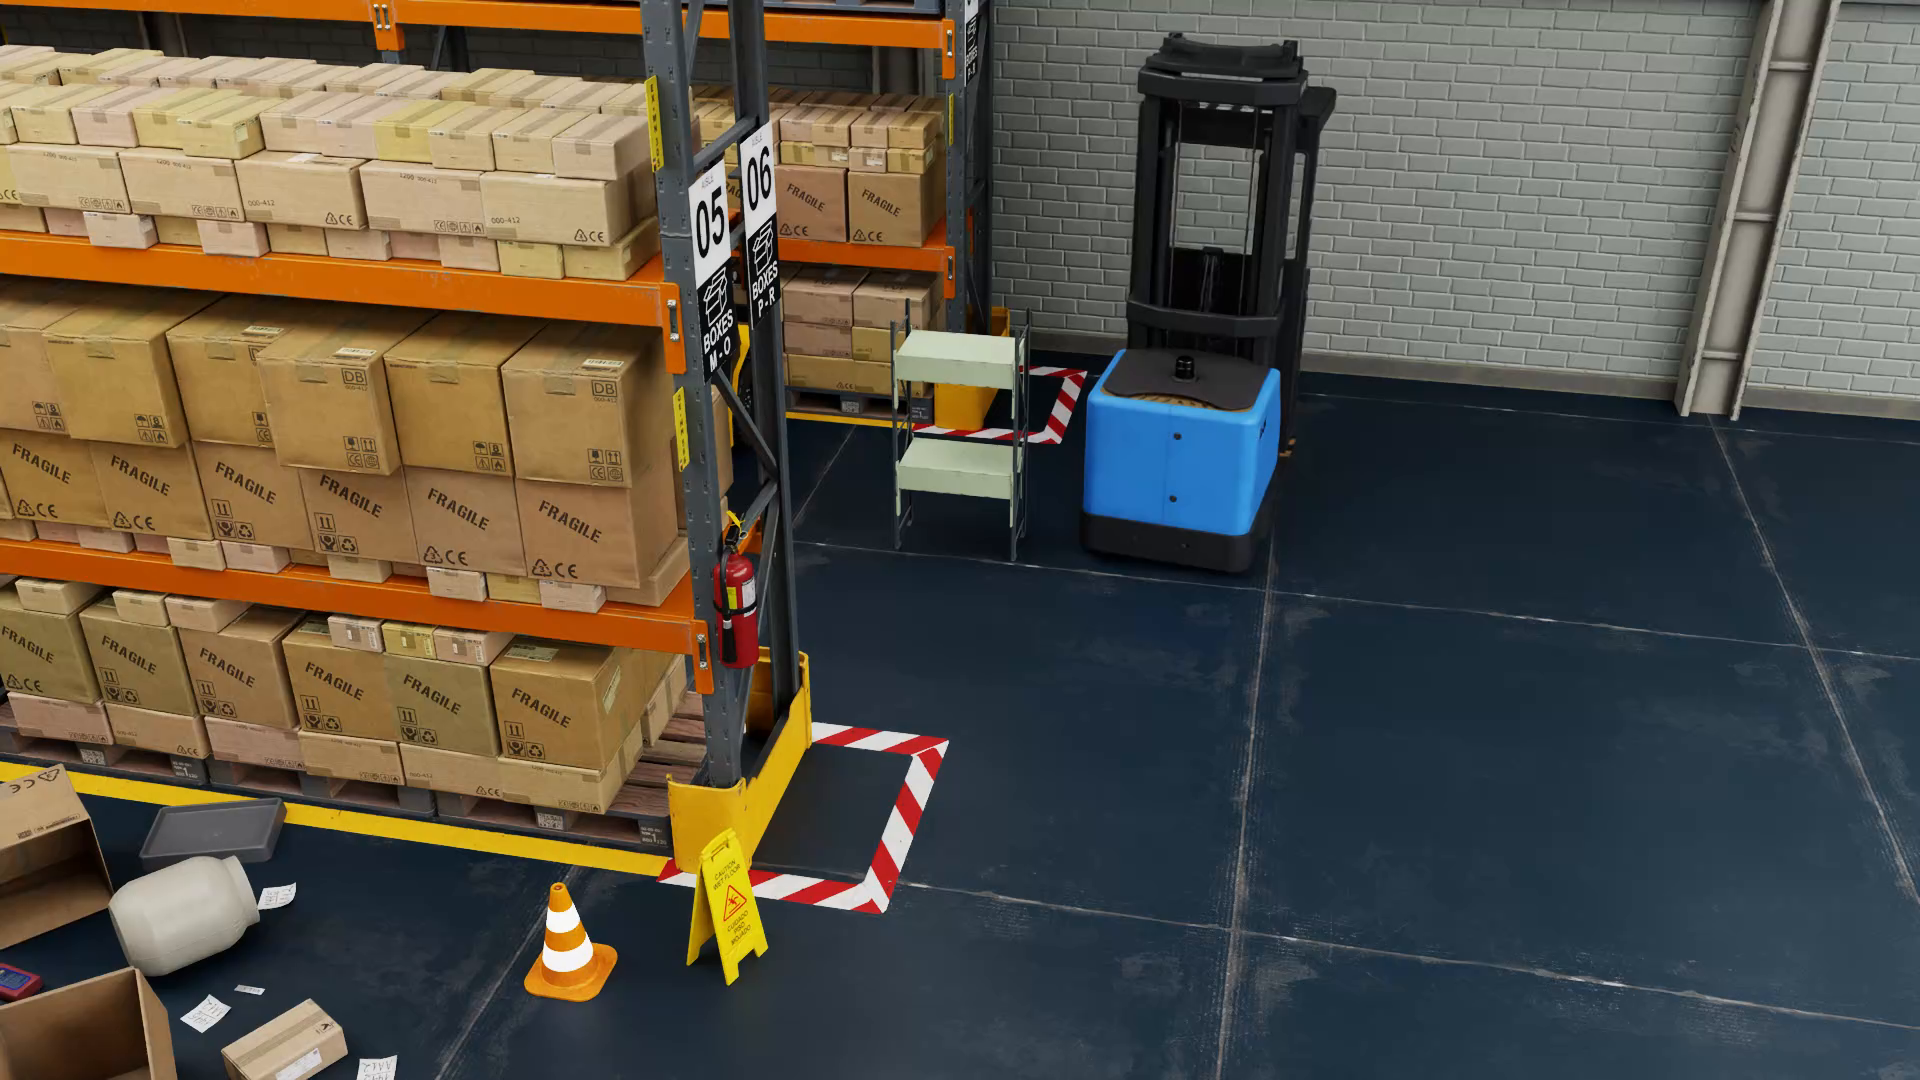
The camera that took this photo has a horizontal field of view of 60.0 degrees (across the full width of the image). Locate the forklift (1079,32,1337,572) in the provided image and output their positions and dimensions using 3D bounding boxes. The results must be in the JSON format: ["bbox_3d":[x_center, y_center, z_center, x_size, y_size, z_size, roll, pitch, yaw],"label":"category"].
[{"bbox_3d":[1.692,-1.785,10.621,1.130,2.935,3.031,9,30,16],"label":"forklift"}]

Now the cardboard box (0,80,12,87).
[{"bbox_3d":[-4.116,-1.775,6.838,0.250,0.149,0.380,5,29,9],"label":"cardboard box"}]

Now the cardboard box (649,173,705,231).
[{"bbox_3d":[-1.218,-1.438,7.053,0.250,0.149,0.380,6,29,11],"label":"cardboard box"}]

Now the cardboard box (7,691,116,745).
[{"bbox_3d":[-4.352,0.760,8.326,0.500,0.250,0.500,5,29,8],"label":"cardboard box"}]

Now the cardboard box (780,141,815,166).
[{"bbox_3d":[-1.063,-2.706,11.452,0.250,0.149,0.380,6,29,10],"label":"cardboard box"}]

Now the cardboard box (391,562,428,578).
[{"bbox_3d":[-2.368,0.014,7.524,0.250,0.149,0.380,6,29,11],"label":"cardboard box"}]

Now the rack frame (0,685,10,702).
[{"bbox_3d":[-4.873,-0.448,8.106,0.127,3.000,1.000,6,29,11],"label":"rack frame"}]

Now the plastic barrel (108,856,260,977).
[{"bbox_3d":[-3.297,1.587,7.072,0.512,0.421,0.421,-21,35,-33],"label":"plastic barrel"}]

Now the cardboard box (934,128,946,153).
[{"bbox_3d":[-0.206,-2.862,11.737,0.250,0.149,0.380,5,29,9],"label":"cardboard box"}]

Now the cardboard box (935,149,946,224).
[{"bbox_3d":[-0.355,-2.602,11.937,0.500,0.500,0.500,7,29,12],"label":"cardboard box"}]

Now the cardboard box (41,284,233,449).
[{"bbox_3d":[-3.507,-0.790,7.277,0.500,0.500,0.700,5,29,9],"label":"cardboard box"}]

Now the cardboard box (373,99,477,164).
[{"bbox_3d":[-2.088,-1.608,6.533,0.250,0.149,0.380,6,29,11],"label":"cardboard box"}]

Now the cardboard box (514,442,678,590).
[{"bbox_3d":[-1.549,-0.146,7.141,0.500,0.500,0.500,5,29,10],"label":"cardboard box"}]

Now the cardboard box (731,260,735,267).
[{"bbox_3d":[-1.934,-1.843,12.040,0.500,0.250,0.500,5,29,10],"label":"cardboard box"}]

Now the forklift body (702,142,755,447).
[{"bbox_3d":[-2.164,-1.339,10.618,1.214,2.155,2.313,6,29,11],"label":"forklift body"}]

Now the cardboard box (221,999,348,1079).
[{"bbox_3d":[-2.664,2.021,6.565,0.250,0.149,0.380,23,36,36],"label":"cardboard box"}]

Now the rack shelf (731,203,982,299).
[{"bbox_3d":[-1.884,-2.263,12.171,4.000,0.370,1.077,6,29,11],"label":"rack shelf"}]

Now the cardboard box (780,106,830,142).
[{"bbox_3d":[-1.060,-2.857,11.419,0.250,0.149,0.380,6,29,11],"label":"cardboard box"}]

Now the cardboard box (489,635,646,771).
[{"bbox_3d":[-1.799,0.688,7.676,0.500,0.500,0.500,6,29,11],"label":"cardboard box"}]

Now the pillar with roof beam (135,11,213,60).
[{"bbox_3d":[-7.188,-4.083,8.498,0.400,9.000,9.100,6,29,11],"label":"pillar with roof beam"}]

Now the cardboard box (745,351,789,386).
[{"bbox_3d":[-1.425,-1.364,12.205,0.500,0.250,0.500,6,29,11],"label":"cardboard box"}]

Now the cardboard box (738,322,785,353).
[{"bbox_3d":[-1.467,-1.575,12.070,0.500,0.250,0.500,5,29,9],"label":"cardboard box"}]

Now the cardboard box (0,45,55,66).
[{"bbox_3d":[-4.247,-2.084,7.402,0.250,0.149,0.380,5,29,9],"label":"cardboard box"}]

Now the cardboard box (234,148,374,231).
[{"bbox_3d":[-2.518,-1.453,6.665,0.500,0.250,0.500,7,29,12],"label":"cardboard box"}]

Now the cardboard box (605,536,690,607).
[{"bbox_3d":[-1.371,0.126,7.319,0.250,0.149,0.380,7,29,12],"label":"cardboard box"}]

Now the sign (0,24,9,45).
[{"bbox_3d":[-7.639,-3.949,13.296,0.005,0.325,0.100,6,29,11],"label":"sign"}]

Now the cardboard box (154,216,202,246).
[{"bbox_3d":[-3.109,-1.352,6.895,0.250,0.149,0.380,6,29,11],"label":"cardboard box"}]

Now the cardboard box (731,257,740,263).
[{"bbox_3d":[-1.835,-2.090,12.491,0.500,0.250,0.500,5,29,10],"label":"cardboard box"}]

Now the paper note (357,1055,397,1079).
[{"bbox_3d":[-2.301,2.096,6.552,0.142,0.019,0.148,-4,29,-7],"label":"paper note"}]

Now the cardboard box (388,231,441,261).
[{"bbox_3d":[-2.105,-1.266,6.738,0.250,0.149,0.380,6,29,11],"label":"cardboard box"}]

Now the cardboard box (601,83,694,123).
[{"bbox_3d":[-1.266,-1.733,6.762,0.250,0.149,0.380,6,29,10],"label":"cardboard box"}]

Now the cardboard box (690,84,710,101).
[{"bbox_3d":[-1.978,-3.164,11.979,0.250,0.149,0.380,7,29,12],"label":"cardboard box"}]

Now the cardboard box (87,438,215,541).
[{"bbox_3d":[-3.517,-0.351,7.516,0.500,0.500,0.500,6,29,10],"label":"cardboard box"}]

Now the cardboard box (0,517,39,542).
[{"bbox_3d":[-4.374,-0.154,7.832,0.250,0.149,0.380,7,29,12],"label":"cardboard box"}]

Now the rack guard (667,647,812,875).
[{"bbox_3d":[-1.035,1.042,7.988,0.348,0.500,1.175,6,29,11],"label":"rack guard"}]

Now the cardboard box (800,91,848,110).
[{"bbox_3d":[-0.961,-3.065,11.797,0.250,0.149,0.380,6,29,11],"label":"cardboard box"}]

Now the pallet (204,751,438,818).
[{"bbox_3d":[-3.012,0.947,8.462,1.213,0.211,1.003,6,29,11],"label":"pallet"}]

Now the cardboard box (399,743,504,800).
[{"bbox_3d":[-2.313,0.965,7.952,0.500,0.250,0.500,6,29,11],"label":"cardboard box"}]

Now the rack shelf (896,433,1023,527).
[{"bbox_3d":[0.007,-0.371,10.207,0.720,0.370,0.431,6,29,11],"label":"rack shelf"}]

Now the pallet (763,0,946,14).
[{"bbox_3d":[-0.614,-3.738,11.085,1.213,0.211,1.003,6,29,11],"label":"pallet"}]

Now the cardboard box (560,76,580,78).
[{"bbox_3d":[-2.966,-3.283,12.196,0.250,0.149,0.380,6,29,10],"label":"cardboard box"}]

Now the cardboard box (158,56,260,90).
[{"bbox_3d":[-3.234,-1.975,7.204,0.250,0.149,0.380,6,29,11],"label":"cardboard box"}]

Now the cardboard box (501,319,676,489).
[{"bbox_3d":[-1.506,-0.608,6.944,0.500,0.500,0.700,5,29,9],"label":"cardboard box"}]

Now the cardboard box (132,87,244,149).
[{"bbox_3d":[-3.095,-1.701,6.703,0.250,0.149,0.380,6,29,12],"label":"cardboard box"}]

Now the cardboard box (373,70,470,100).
[{"bbox_3d":[-2.239,-1.845,6.967,0.250,0.149,0.380,6,29,10],"label":"cardboard box"}]

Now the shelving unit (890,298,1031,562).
[{"bbox_3d":[0.007,-0.657,10.051,0.755,1.500,0.431,6,29,11],"label":"shelving unit"}]

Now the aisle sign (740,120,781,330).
[{"bbox_3d":[-0.836,-1.326,7.004,0.004,0.787,0.394,6,29,11],"label":"aisle sign"}]

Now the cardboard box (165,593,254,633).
[{"bbox_3d":[-3.476,0.264,7.777,0.250,0.149,0.380,8,30,13],"label":"cardboard box"}]

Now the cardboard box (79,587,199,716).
[{"bbox_3d":[-3.826,0.479,8.058,0.500,0.500,0.500,7,29,13],"label":"cardboard box"}]

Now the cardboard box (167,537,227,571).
[{"bbox_3d":[-3.383,-0.023,7.591,0.250,0.149,0.380,6,29,11],"label":"cardboard box"}]
